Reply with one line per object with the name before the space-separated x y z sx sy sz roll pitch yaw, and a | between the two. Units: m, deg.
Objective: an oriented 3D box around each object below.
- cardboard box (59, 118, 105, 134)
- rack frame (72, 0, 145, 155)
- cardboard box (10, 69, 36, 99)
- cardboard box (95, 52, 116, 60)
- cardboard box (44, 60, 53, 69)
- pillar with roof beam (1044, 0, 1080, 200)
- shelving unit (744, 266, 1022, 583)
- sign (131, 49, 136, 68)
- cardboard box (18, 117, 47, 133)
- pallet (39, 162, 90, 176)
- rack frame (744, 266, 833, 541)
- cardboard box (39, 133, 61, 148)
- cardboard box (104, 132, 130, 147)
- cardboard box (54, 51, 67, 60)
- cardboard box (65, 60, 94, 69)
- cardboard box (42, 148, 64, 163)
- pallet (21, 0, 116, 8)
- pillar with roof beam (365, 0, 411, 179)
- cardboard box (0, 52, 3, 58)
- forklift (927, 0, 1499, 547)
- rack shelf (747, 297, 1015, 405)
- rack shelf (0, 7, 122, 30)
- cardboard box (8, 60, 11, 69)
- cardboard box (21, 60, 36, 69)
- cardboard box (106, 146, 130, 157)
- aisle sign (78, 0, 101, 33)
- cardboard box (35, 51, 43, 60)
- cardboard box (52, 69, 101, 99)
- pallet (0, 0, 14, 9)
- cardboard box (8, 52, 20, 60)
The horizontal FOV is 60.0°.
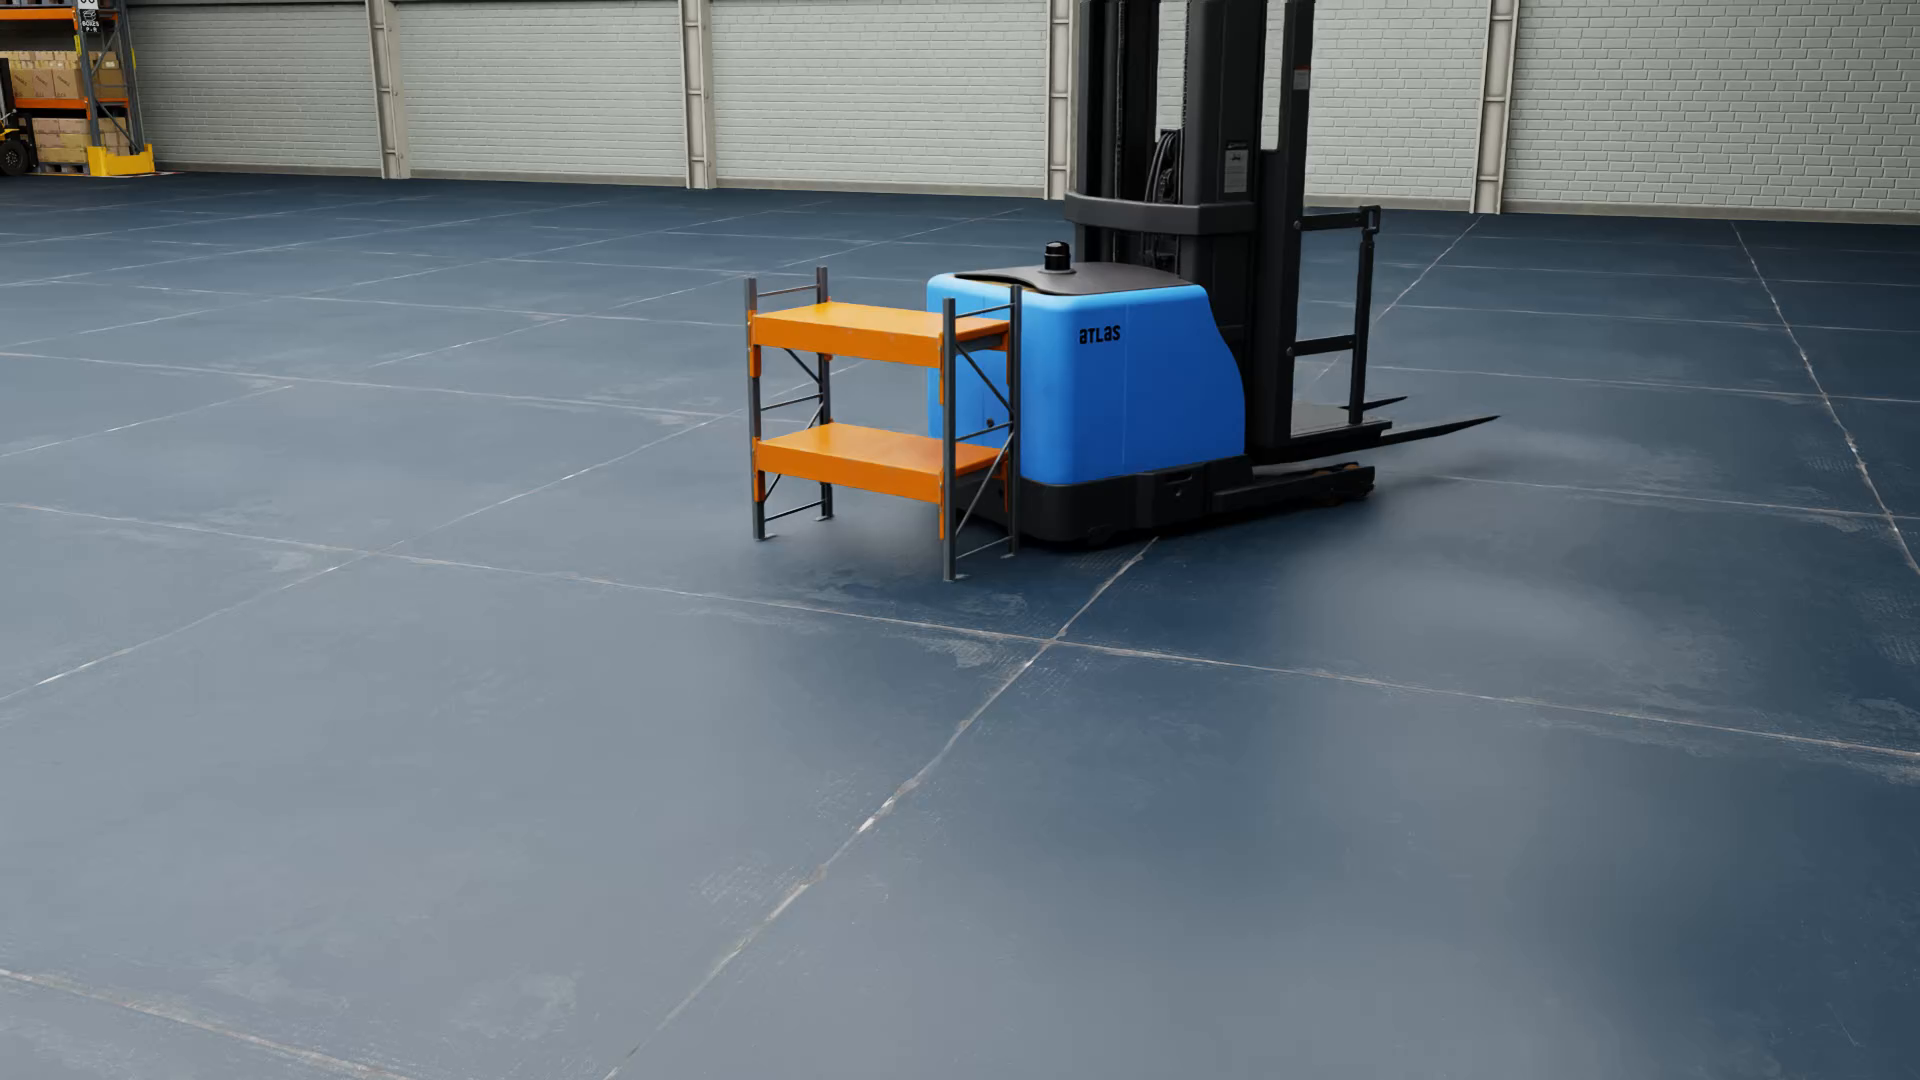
cardboard box | -15.504 -7.308 29.353 0.500 0.250 0.500 7 18 22
rack frame | -14.962 -7.981 29.284 0.127 3.000 1.000 6 17 21
cardboard box | -16.472 -8.119 29.580 0.500 0.500 0.500 6 17 20
cardboard box | -15.196 -8.573 29.448 0.250 0.149 0.380 6 17 20
cardboard box | -15.855 -8.364 29.261 0.250 0.149 0.380 7 17 22
pillar with roof beam | -0.114 -8.209 19.310 0.400 9.000 9.100 6 17 21
shelving unit | -0.322 -0.511 6.915 1.048 1.125 0.538 11 20 34
sign | -14.752 -8.578 29.646 0.005 0.325 0.100 6 17 21
cardboard box | -16.455 -7.408 29.697 0.500 0.250 0.500 7 17 21
pallet | -15.688 -6.709 29.905 1.213 0.211 1.003 6 17 21
rack frame | -0.734 -0.593 7.200 0.032 1.125 0.500 11 20 34
cardboard box | -15.992 -7.125 29.618 0.500 0.250 0.500 6 17 20
cardboard box | -15.323 -7.204 29.891 0.500 0.250 0.500 7 17 22
cardboard box | -15.613 -8.482 29.136 0.250 0.149 0.380 6 17 21
cardboard box | -15.387 -8.303 29.052 0.250 0.149 0.380 7 17 21
cardboard box | -15.974 -6.882 29.676 0.500 0.250 0.500 6 17 21
pallet | -15.610 -9.458 29.151 1.213 0.211 1.003 6 17 21
pillar with roof beam | -11.277 -9.437 23.538 0.400 9.000 9.100 6 17 21
cardboard box | -17.029 -8.651 29.715 0.250 0.149 0.380 6 17 21
forklift | 1.346 -1.677 7.692 3.031 2.935 1.130 -11 19 -33
rack shelf | -0.322 -0.792 6.833 1.000 0.278 0.538 11 20 34
rack shelf | -16.822 -9.280 29.671 4.000 0.370 1.077 6 17 21
cardboard box | -16.788 -8.477 29.650 0.250 0.149 0.380 6 17 20
cardboard box | -16.347 -8.407 29.411 0.250 0.149 0.380 6 17 19
cardboard box | -15.347 -6.963 29.957 0.500 0.250 0.500 6 17 21
aisle sign | -15.008 -9.146 28.636 0.004 0.787 0.394 6 17 21
cardboard box | -16.071 -8.547 29.358 0.250 0.149 0.380 6 17 21
cardboard box | -15.516 -8.011 29.209 0.500 0.500 0.500 6 17 19
pallet | -17.880 -9.707 30.010 1.213 0.211 1.003 6 17 21
cardboard box | -16.596 -8.570 29.437 0.250 0.149 0.380 7 17 22
